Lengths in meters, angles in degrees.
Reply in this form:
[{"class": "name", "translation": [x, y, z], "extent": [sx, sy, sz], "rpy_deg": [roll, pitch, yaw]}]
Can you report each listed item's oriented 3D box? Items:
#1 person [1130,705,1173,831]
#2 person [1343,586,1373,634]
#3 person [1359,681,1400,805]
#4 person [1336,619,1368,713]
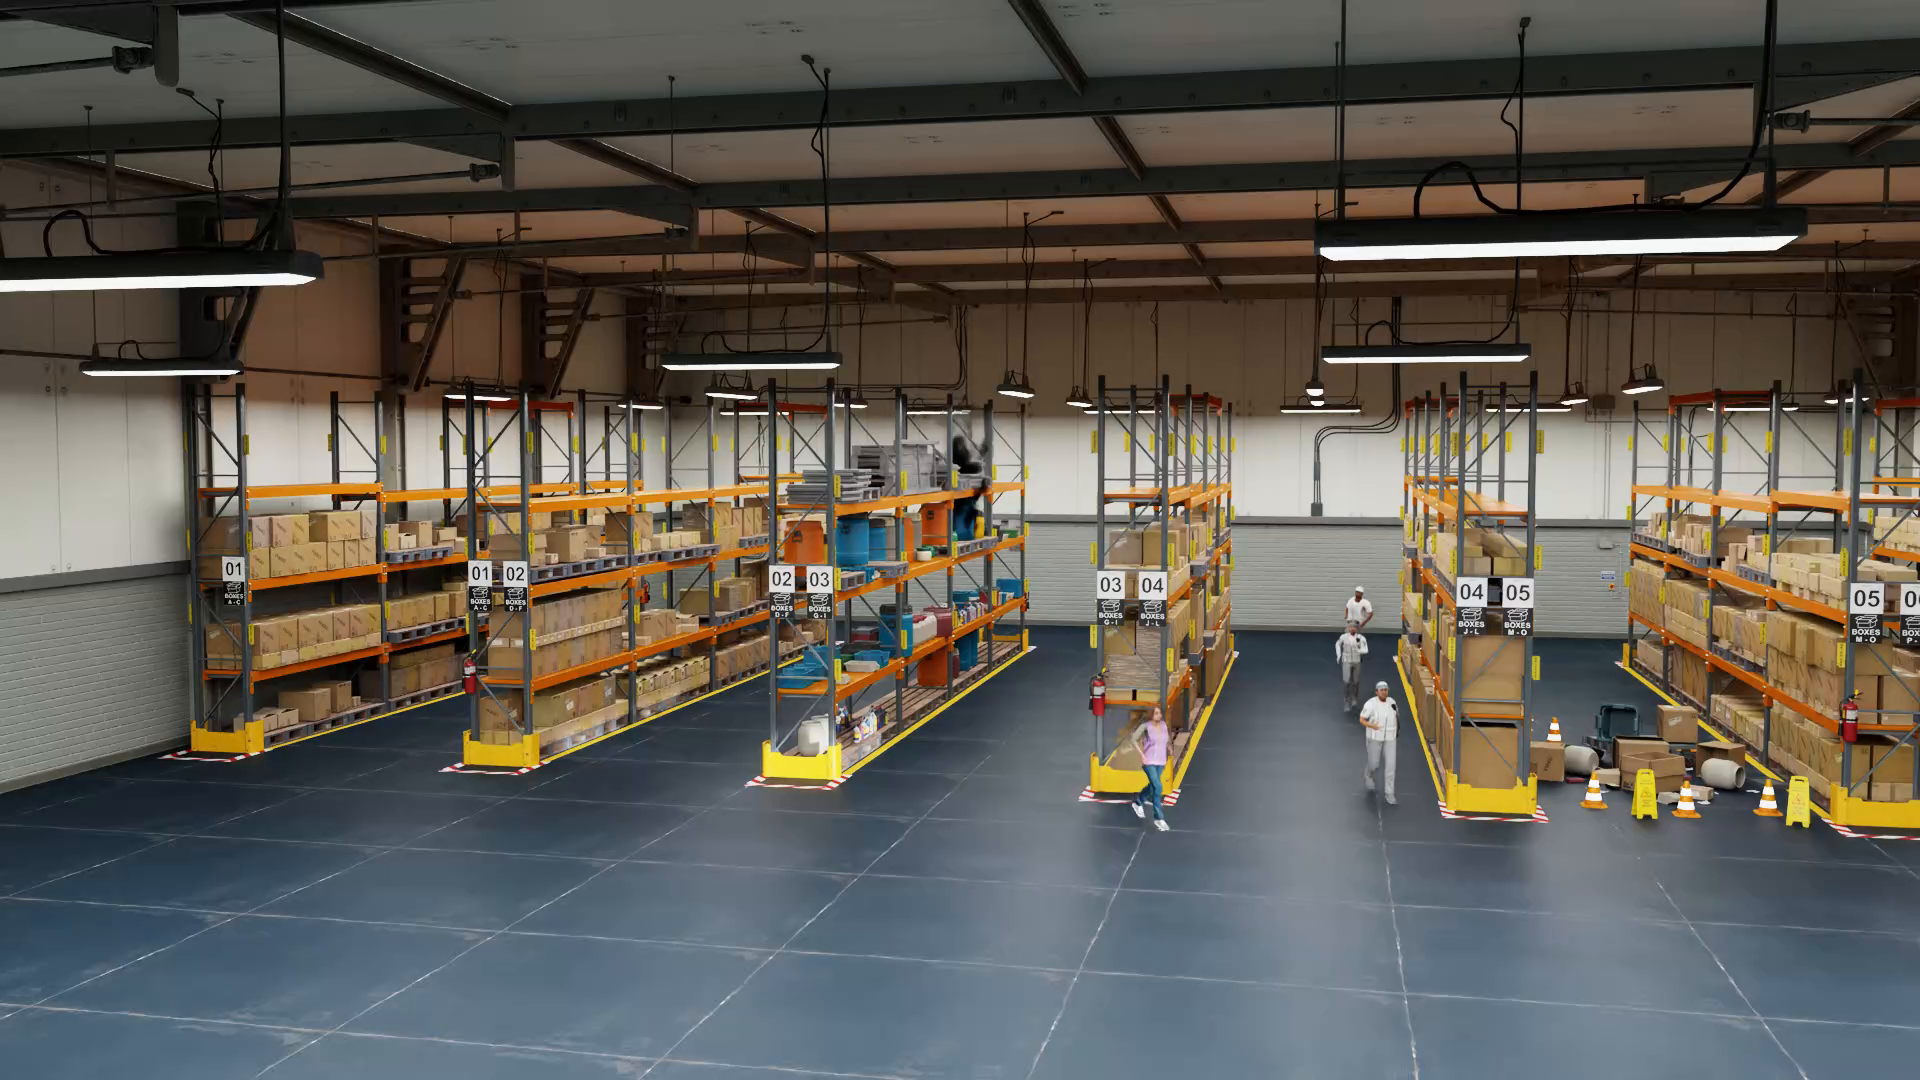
[{"class": "person", "translation": [2.512, 2.944, 21.817], "extent": [0.535, 1.609, 0.789], "rpy_deg": [-2, 4, -32]}, {"class": "person", "translation": [9.299, 1.931, 38.812], "extent": [0.750, 1.713, 0.616], "rpy_deg": [3, 5, 44]}, {"class": "person", "translation": [5.942, 2.822, 23.493], "extent": [0.612, 1.669, 0.933], "rpy_deg": [0, 3, -2]}, {"class": "person", "translation": [7.398, 2.360, 31.392], "extent": [0.583, 1.750, 0.744], "rpy_deg": [1, 3, 11]}]
